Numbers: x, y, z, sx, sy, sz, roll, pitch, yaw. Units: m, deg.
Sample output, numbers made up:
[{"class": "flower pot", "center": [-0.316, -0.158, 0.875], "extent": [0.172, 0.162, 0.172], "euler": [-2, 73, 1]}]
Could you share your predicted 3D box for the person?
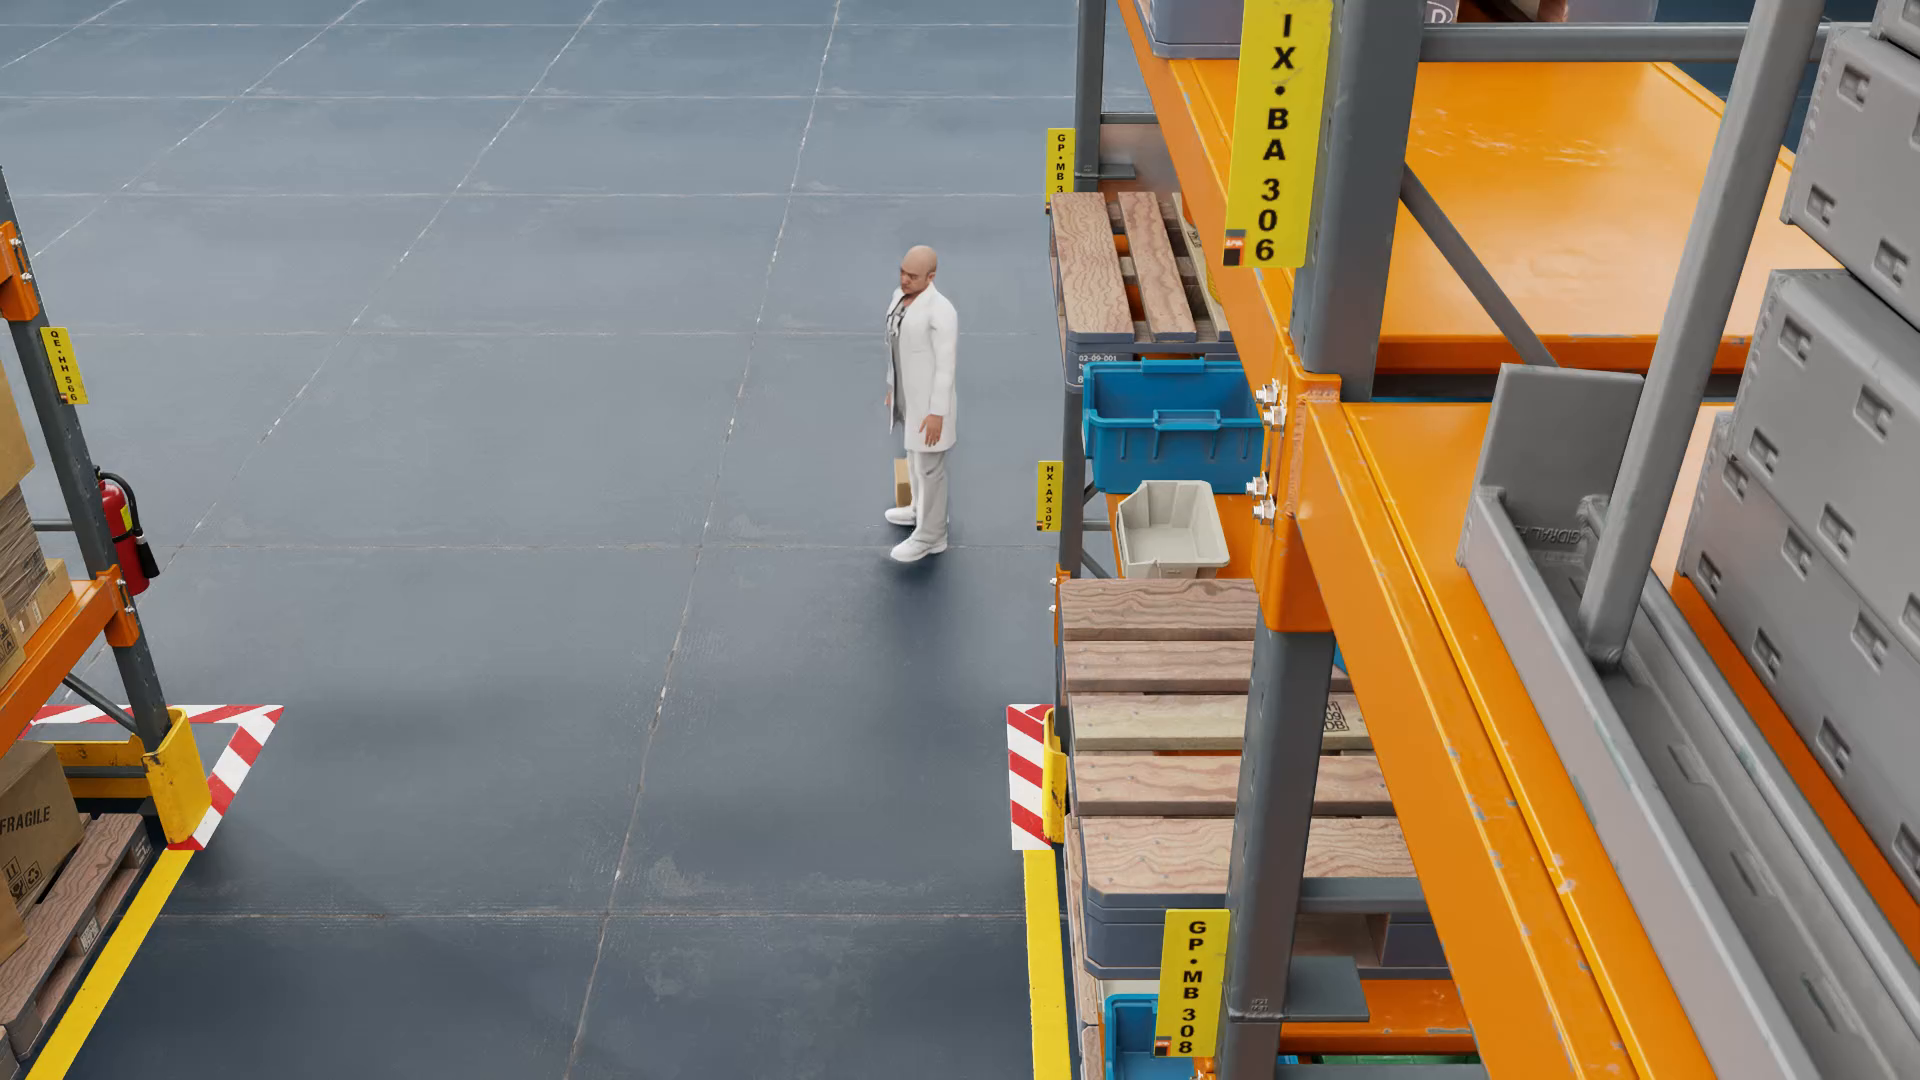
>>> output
[{"class": "person", "center": [-0.252, -0.728, 9.172], "extent": [0.507, 1.717, 0.649], "euler": [-16, 34, -24]}]
